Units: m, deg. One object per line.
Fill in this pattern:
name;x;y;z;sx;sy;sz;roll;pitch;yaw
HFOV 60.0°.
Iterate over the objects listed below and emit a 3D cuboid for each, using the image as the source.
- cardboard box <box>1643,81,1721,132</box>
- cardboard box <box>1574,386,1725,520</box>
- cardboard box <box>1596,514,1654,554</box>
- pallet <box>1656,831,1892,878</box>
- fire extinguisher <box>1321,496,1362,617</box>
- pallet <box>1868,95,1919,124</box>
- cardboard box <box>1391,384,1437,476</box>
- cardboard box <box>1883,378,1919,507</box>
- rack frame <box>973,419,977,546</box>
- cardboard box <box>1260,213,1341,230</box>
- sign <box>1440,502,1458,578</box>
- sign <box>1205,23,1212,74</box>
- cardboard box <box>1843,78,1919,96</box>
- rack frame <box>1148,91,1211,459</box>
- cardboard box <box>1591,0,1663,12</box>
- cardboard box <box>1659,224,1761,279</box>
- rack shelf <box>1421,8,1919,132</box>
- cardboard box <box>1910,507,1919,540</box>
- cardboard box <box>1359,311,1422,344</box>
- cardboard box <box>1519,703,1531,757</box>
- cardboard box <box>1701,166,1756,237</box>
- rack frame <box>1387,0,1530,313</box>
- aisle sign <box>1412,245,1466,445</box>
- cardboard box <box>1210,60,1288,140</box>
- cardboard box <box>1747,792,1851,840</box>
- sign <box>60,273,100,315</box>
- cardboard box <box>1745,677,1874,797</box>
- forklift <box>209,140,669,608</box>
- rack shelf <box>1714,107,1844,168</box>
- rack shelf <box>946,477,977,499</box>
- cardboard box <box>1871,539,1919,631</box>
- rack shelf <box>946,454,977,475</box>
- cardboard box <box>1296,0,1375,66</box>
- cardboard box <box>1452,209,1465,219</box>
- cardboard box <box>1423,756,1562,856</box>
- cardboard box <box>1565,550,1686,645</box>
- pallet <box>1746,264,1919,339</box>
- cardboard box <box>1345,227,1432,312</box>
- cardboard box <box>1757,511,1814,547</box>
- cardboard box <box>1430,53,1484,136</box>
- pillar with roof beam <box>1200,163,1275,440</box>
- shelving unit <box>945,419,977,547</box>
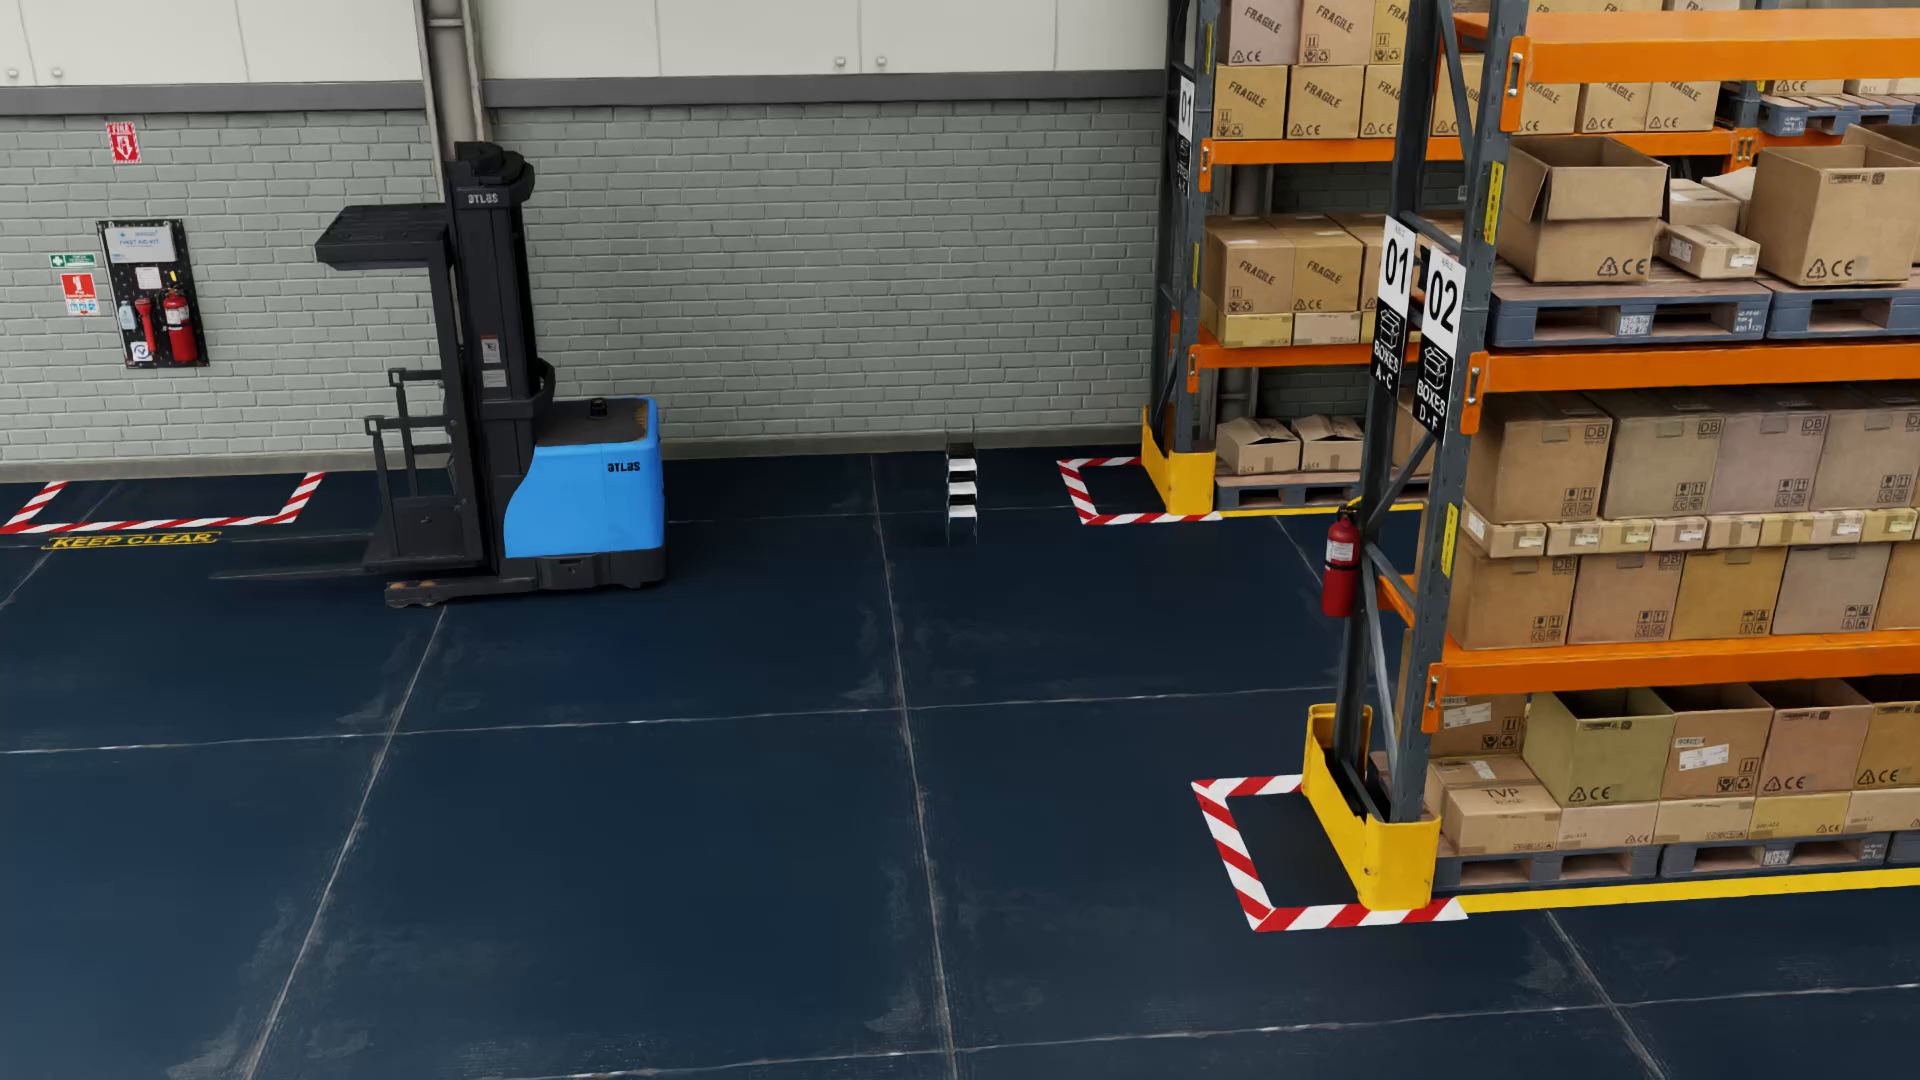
cardboard box;5.135;-3.259;12.048;0.500;0.500;0.500;-2;24;-4
cardboard box;3.167;-0.469;7.892;0.500;0.500;0.700;-3;24;-7
cardboard box;3.048;-0.083;7.823;0.250;0.149;0.380;-2;24;-5
pallet;4.094;1.388;8.868;1.213;0.211;1.003;-2;24;-5
fire extinguisher;1.962;0.061;8.516;0.183;0.674;0.296;-2;24;-5
pallet;7.272;-3.263;12.435;1.003;0.211;1.213;-2;24;-5
cardboard box;3.635;-0.876;13.063;0.500;0.500;0.700;-4;24;-8
cardboard box;4.664;-0.529;8.027;0.500;0.500;0.700;-2;24;-5
rack frame;0.109;-0.416;12.077;0.006;0.900;0.240;-2;24;-5
cardboard box;2.585;-2.198;12.739;0.500;0.500;0.500;-2;24;-4
sign;2.174;0.001;7.391;0.005;0.325;0.100;-2;24;-5
sign;1.689;-3.345;11.312;0.005;0.325;0.100;-2;24;-5
cardboard box;6.781;-3.489;12.307;0.500;0.311;0.500;-2;24;-3
rack frame;1.635;-1.794;12.593;0.127;3.000;1.000;-2;24;-5
cardboard box;4.597;-3.680;11.764;0.500;0.500;0.500;-1;24;-2
cardboard box;3.314;-1.279;7.361;0.250;0.149;0.380;-2;24;-5
rack shelf;4.116;-2.101;7.277;4.000;0.370;1.077;-2;24;-5
cardboard box;4.593;-0.146;7.963;0.250;0.149;0.380;-2;24;-4
cardboard box;3.175;-1.670;12.474;0.500;0.250;0.500;-3;24;-6
cardboard box;3.127;1.107;8.934;0.500;0.250;0.500;-2;24;-5
cardboard box;3.799;-1.552;7.776;0.500;0.311;0.500;0;24;1
rack frame;2.126;-2.533;6.870;0.127;3.000;1.000;-2;24;-5
aisle sign;2.090;-0.853;7.276;0.004;0.787;0.394;-2;24;-5
cardboard box;1.993;-3.132;11.762;0.500;0.500;0.500;-2;24;-4
cardboard box;4.174;1.282;8.540;0.500;0.250;0.500;-2;24;-5
sign;-6.748;-1.884;12.753;0.234;0.329;0.001;-2;24;-5
cardboard box;4.174;0.940;8.387;0.500;0.500;0.500;-2;24;-5
forklift;-3.586;-1.110;11.139;3.031;2.935;1.130;-4;24;-8
rack shelf;7.606;-3.075;12.668;4.000;0.370;1.077;-2;24;-5
rack shelf;0.008;-0.381;12.081;0.200;0.077;0.258;-2;24;-5
cardboard box;4.642;0.065;8.287;0.500;0.500;0.700;-2;24;-4
rack shelf;0.008;-0.546;12.008;0.200;0.077;0.258;-2;24;-5
cardboard box;2.547;-3.593;11.569;0.500;0.500;0.500;-3;24;-6
cardboard box;4.116;-2.266;12.891;0.500;0.500;0.500;-2;24;-4
cardboard box;2.681;1.341;8.407;0.500;0.250;0.500;-2;24;-5
cardboard box;3.114;0.126;8.150;0.500;0.500;0.700;-2;24;-4
pallet;4.049;-1.190;7.649;1.213;0.211;1.003;-2;24;-5
cardboard box;3.147;-2.008;12.312;0.500;0.500;0.500;-3;24;-7
cardboard box;3.819;-0.115;7.893;0.250;0.149;0.380;-3;24;-6
cardboard box;3.578;-3.191;11.895;0.500;0.500;0.500;-1;24;-2
pillar with roof beam;2.670;-3.173;8.309;0.400;9.000;9.100;-2;24;-5
shelving unit;0.008;-0.412;12.068;0.210;0.900;0.258;-2;24;-5
